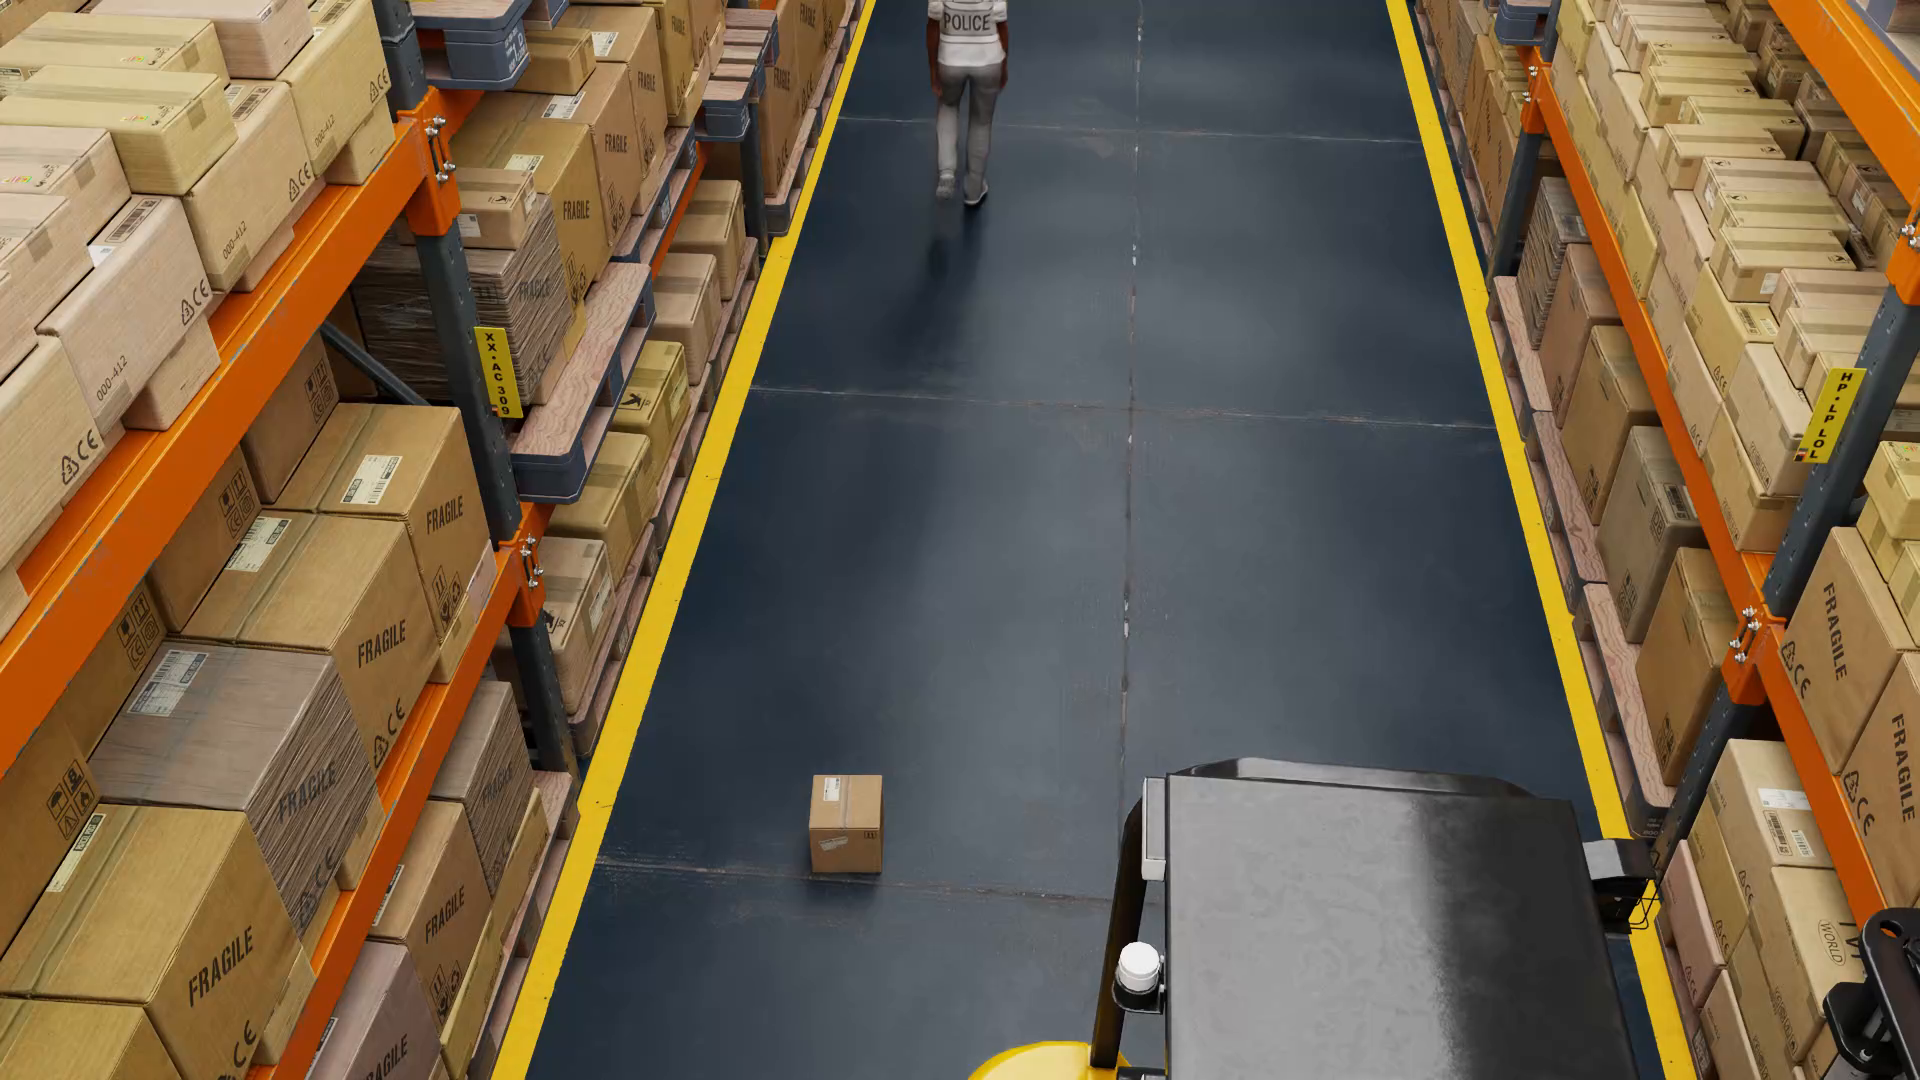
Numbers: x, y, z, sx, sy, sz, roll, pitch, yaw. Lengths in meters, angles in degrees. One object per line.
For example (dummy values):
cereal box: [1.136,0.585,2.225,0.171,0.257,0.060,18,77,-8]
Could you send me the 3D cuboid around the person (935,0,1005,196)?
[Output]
person: [0.055,-2.598,9.310,0.406,1.347,0.418,4,40,5]
